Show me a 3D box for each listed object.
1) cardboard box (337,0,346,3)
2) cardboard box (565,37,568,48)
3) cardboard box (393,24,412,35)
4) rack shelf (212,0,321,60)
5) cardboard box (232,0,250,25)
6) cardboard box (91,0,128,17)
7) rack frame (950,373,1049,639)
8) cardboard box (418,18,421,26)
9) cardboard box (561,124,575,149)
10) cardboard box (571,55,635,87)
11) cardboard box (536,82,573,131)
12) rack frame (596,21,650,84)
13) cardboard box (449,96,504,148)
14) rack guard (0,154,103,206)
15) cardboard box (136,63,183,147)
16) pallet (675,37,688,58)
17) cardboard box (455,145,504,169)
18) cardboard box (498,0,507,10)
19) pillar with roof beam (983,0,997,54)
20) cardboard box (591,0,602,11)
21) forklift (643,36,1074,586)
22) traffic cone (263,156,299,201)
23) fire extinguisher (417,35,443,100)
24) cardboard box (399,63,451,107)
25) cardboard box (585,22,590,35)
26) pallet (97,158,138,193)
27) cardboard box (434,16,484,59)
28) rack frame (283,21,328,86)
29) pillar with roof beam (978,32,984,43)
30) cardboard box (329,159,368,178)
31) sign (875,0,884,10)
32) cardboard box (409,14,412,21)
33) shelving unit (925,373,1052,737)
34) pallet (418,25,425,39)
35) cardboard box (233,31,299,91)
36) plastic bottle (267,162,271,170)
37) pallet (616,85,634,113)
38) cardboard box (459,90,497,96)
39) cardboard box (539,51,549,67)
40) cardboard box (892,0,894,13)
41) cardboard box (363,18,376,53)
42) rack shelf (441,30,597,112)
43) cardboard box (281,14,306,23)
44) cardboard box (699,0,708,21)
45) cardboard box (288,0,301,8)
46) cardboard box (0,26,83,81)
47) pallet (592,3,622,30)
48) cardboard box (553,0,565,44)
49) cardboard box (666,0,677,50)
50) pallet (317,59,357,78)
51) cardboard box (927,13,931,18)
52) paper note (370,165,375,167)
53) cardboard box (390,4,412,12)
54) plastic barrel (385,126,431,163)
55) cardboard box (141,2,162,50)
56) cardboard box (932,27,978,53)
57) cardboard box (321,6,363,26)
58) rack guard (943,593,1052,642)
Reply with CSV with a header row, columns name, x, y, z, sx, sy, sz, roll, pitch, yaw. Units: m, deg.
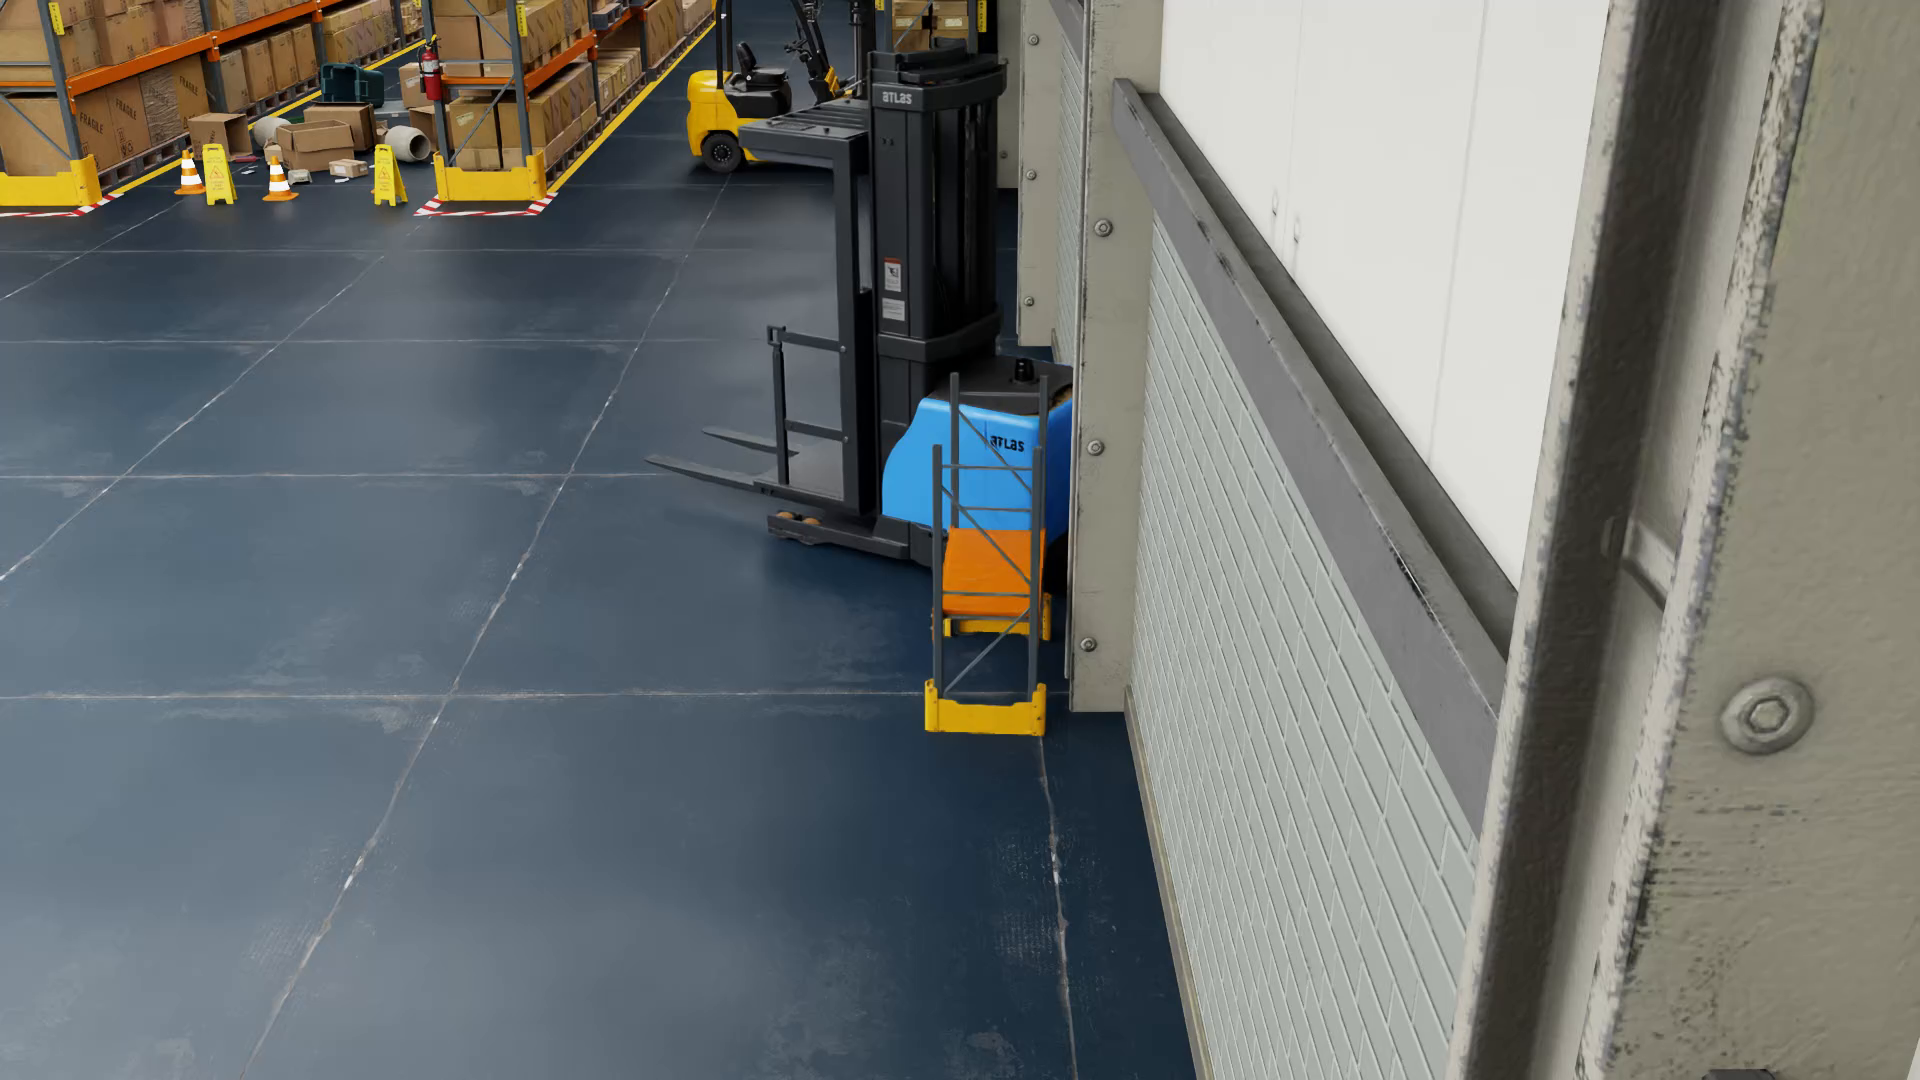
name,x,y,z,sx,sy,sz,roll,pitch,yaw
cardboard box,-10.612,-8.967,28.051,0.500,0.250,0.500,0,24,1
cardboard box,-5.032,-6.096,20.394,0.380,0.149,0.250,-1,24,-1
cardboard box,-10.047,-9.142,29.774,0.380,0.149,0.250,-1,24,-3
rack shelf,-10.298,-7.298,23.620,1.077,0.370,4.000,0,24,-1
cardboard box,-10.019,-7.273,22.571,0.500,0.500,0.500,0,24,0
cardboard box,-10.167,-6.325,19.102,0.875,0.550,0.550,0,24,-1
rack frame,0.201,-0.159,8.780,0.500,1.500,0.032,2,24,4
cardboard box,-10.195,-9.569,30.718,0.380,0.149,0.250,-1,24,-3
cardboard box,-5.033,-4.925,20.326,0.500,0.250,0.500,1,24,3
cardboard box,-5.359,-6.971,24.703,0.950,0.372,0.625,-1,24,-2
cardboard box,-5.025,-5.263,20.165,0.500,0.500,0.500,0,24,0
rack frame,-5.371,-8.514,25.435,1.000,3.000,0.127,0,24,-1
cardboard box,-5.554,-4.827,19.199,0.500,0.500,0.500,0,24,0
rack guard,-10.233,-4.005,18.498,1.175,0.500,0.348,0,24,-1
cardboard box,-10.326,-5.394,20.606,0.875,0.875,0.875,0,24,0
pallet,-5.331,-8.574,28.952,1.003,0.211,1.213,0,24,-1
cardboard box,-5.562,-4.498,19.382,0.500,0.250,0.500,0,24,-1
cardboard box,-5.506,-6.272,18.783,0.700,0.500,0.500,0,24,0
pillar with roof beam,-3.797,-10.719,23.030,9.100,9.000,0.400,0,24,-1
cardboard box,-5.018,-7.172,22.263,0.380,0.149,0.250,0,24,0
forklift,-0.599,-1.476,9.957,3.031,2.935,1.130,13,27,27
traffic cone,-7.685,-4.088,18.727,0.336,0.463,0.334,0,24,-1
fire extinguisher,-5.744,-5.133,18.053,0.296,0.674,0.183,0,24,-1
cardboard box,-7.107,-6.052,22.105,0.500,0.500,0.500,0,24,-1
cardboard box,-5.020,-6.620,21.553,0.380,0.149,0.250,-1,24,-1
pallet,-10.320,-4.212,19.307,1.003,0.211,1.213,0,24,-1
cardboard box,-5.566,-5.621,18.556,0.500,0.500,0.500,-1,24,-1
rack frame,-10.320,-8.450,25.294,1.000,3.000,0.127,0,24,-1
pillar with roof beam,-3.863,-13.191,28.496,9.100,9.000,0.400,0,24,-1
cardboard box,-7.318,-4.449,19.907,0.380,0.149,0.250,13,27,27
sign,-0.864,-5.880,17.919,0.100,0.325,0.005,0,24,-1
cardboard box,-10.179,-9.481,30.163,0.380,0.149,0.250,0,24,-1
shelving unit,0.163,0.047,8.327,0.587,1.500,1.083,2,24,4
pallet,-10.423,-9.609,31.239,1.003,0.211,1.213,0,24,-1
cardboard box,-10.391,-7.005,24.319,1.050,0.750,0.750,0,24,0
plastic bottle,-8.391,-4.579,20.300,0.133,0.061,0.283,-9,26,-19
pallet,-5.354,-6.420,24.189,1.003,0.211,1.213,0,24,-1
cardboard box,-5.625,-5.273,19.399,0.380,0.149,0.250,0,24,1
cardboard box,-4.977,-5.562,19.214,0.380,0.149,0.250,0,24,0
cardboard box,-0.569,-5.966,18.532,0.380,0.149,0.250,0,24,0
cardboard box,-10.097,-8.424,27.760,0.500,0.500,0.500,-1,24,-2
rack shelf,-5.306,-5.714,20.117,1.077,0.370,4.000,0,24,-1
cardboard box,-10.590,-8.125,26.188,0.500,0.250,0.500,-1,24,-2
cardboard box,-5.333,-10.186,31.731,0.875,0.438,0.875,0,24,1
cardboard box,-10.043,-8.106,24.411,0.500,0.500,0.500,0,24,-1
cardboard box,-10.282,-5.375,18.312,0.875,0.550,0.550,0,24,-1
pallet,-5.191,-7.094,22.528,1.003,0.211,1.213,0,24,-1
cardboard box,-5.041,-6.228,19.898,0.500,0.500,0.500,-1,24,-2
cardboard box,-5.311,-8.758,28.044,0.875,0.875,0.875,0,24,1
pallet,-10.327,-7.502,26.580,1.003,0.211,1.213,0,24,-1
cardboard box,-0.591,-5.914,19.564,0.500,0.500,0.500,-1,24,-2
paper note,-7.144,-4.591,20.377,0.148,0.019,0.142,8,26,18
cardboard box,-10.156,-9.623,30.114,0.380,0.149,0.250,-1,24,-1
plastic barrel,-6.821,-4.888,20.544,0.512,0.421,0.421,19,30,35
cardboard box,-10.344,-6.269,20.289,0.875,0.550,0.550,0,24,-1
cardboard box,-0.049,-5.492,18.633,0.500,0.500,0.500,1,24,1
cardboard box,-10.084,-8.542,27.112,0.500,0.250,0.500,0,24,0
rack guard,0.201,0.411,9.037,0.587,0.250,0.087,2,24,4
